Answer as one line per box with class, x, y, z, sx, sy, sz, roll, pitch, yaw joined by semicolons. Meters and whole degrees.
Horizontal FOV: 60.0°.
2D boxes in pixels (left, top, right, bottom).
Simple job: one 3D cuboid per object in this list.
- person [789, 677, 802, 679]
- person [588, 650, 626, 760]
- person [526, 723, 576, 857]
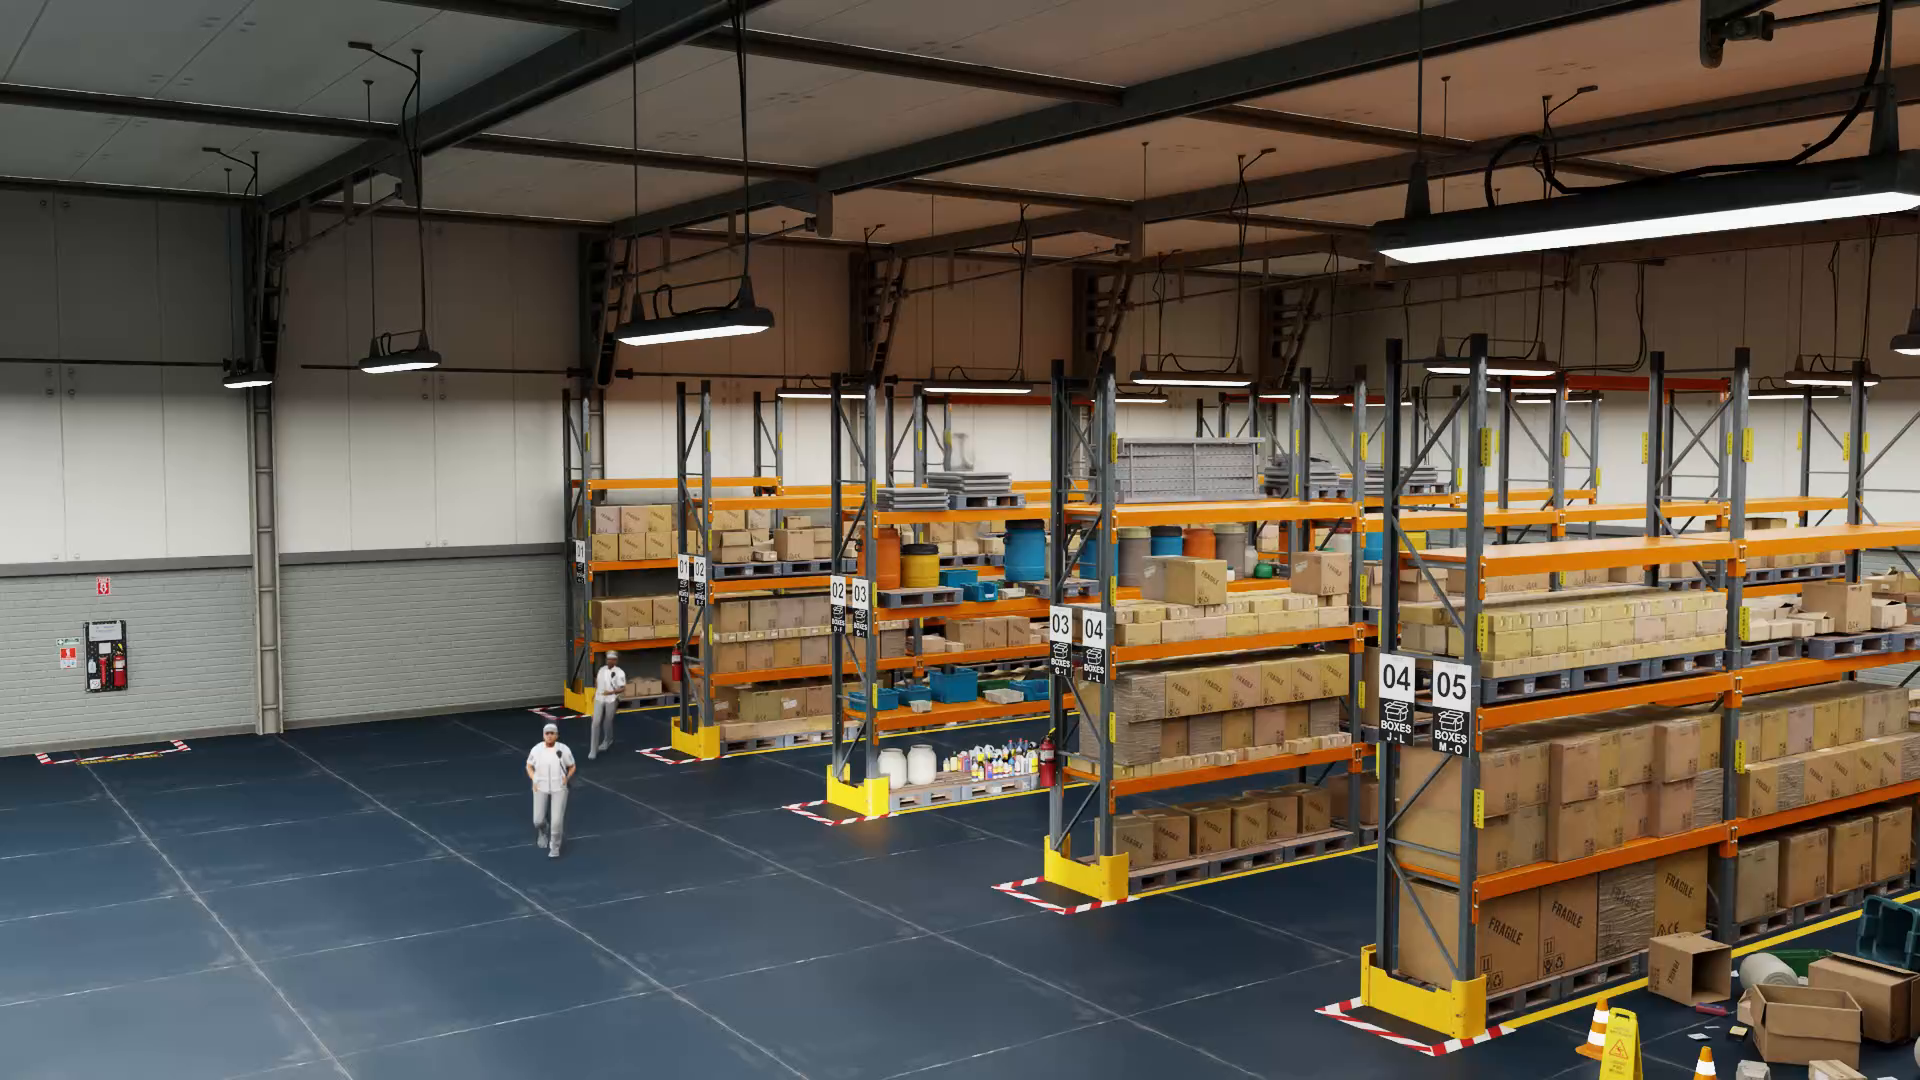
person;-2.901;2.444;29.634;0.831;1.624;0.569;-3;5;-39
person;-5.644;2.608;26.617;0.596;1.691;0.844;0;4;5
person;-4.997;3.050;20.318;0.603;1.618;0.568;-1;4;-10
